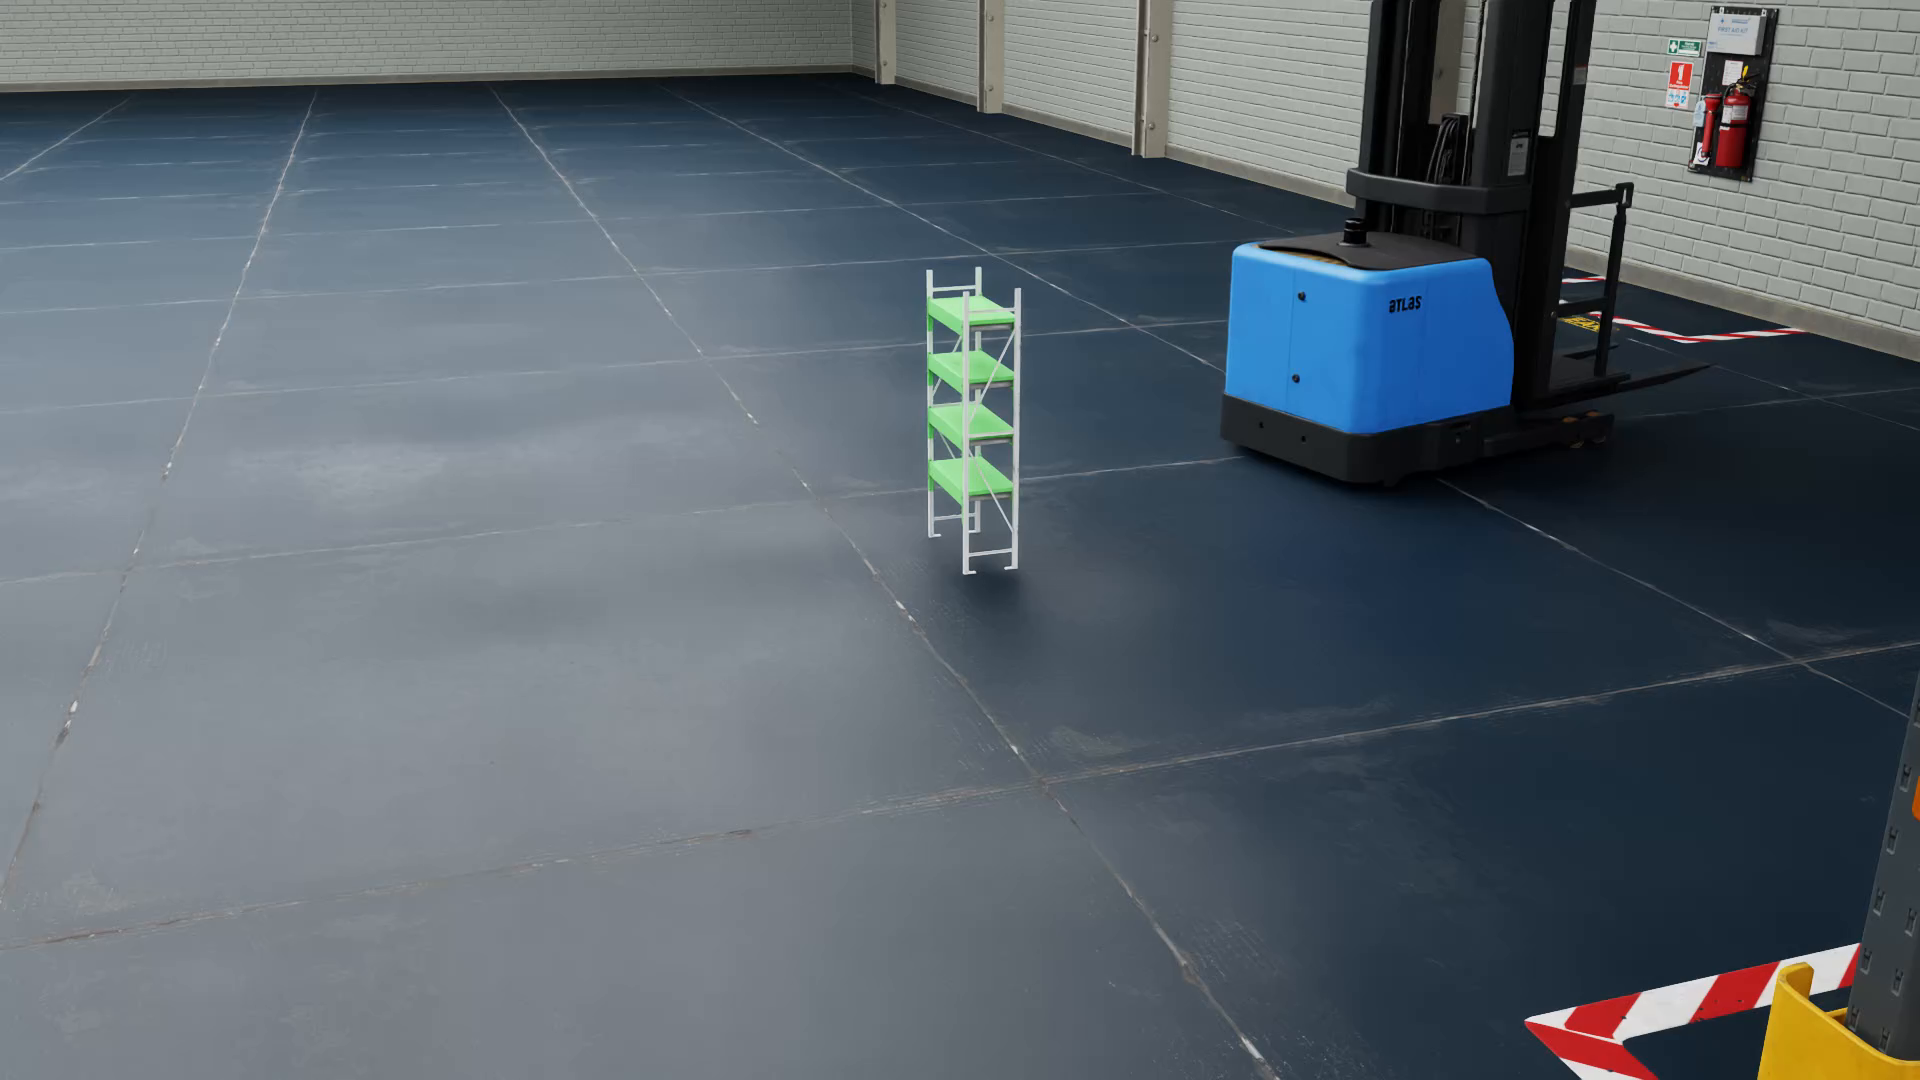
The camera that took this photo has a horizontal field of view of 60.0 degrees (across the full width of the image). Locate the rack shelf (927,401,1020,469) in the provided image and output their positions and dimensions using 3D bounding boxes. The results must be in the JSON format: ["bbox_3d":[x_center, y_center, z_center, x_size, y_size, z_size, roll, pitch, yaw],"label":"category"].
[{"bbox_3d":[0.052,-0.451,7.087,0.258,0.148,0.480,-6,21,-17],"label":"rack shelf"}]

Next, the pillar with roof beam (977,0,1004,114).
[{"bbox_3d":[-3.606,-10.508,23.361,9.100,9.000,0.400,-6,21,-17],"label":"pillar with roof beam"}]

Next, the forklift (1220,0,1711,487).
[{"bbox_3d":[2.876,-1.996,8.637,3.031,2.935,1.130,-12,23,-31],"label":"forklift"}]

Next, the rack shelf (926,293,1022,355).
[{"bbox_3d":[0.052,-0.903,6.925,0.258,0.148,0.480,-6,21,-17],"label":"rack shelf"}]

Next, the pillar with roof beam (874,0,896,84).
[{"bbox_3d":[-5.492,-12.434,28.721,9.100,9.000,0.400,-6,21,-17],"label":"pillar with roof beam"}]

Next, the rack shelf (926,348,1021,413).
[{"bbox_3d":[0.052,-0.677,7.006,0.258,0.148,0.480,-6,21,-17],"label":"rack shelf"}]

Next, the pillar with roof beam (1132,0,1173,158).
[{"bbox_3d":[-1.720,-8.583,18.000,9.100,9.000,0.400,-6,21,-17],"label":"pillar with roof beam"}]

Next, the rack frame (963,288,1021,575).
[{"bbox_3d":[0.129,-0.433,6.848,0.240,1.200,0.015,-6,21,-17],"label":"rack frame"}]

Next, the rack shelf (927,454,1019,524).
[{"bbox_3d":[0.052,-0.226,7.169,0.258,0.148,0.480,-6,21,-17],"label":"rack shelf"}]

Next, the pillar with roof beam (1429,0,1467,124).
[{"bbox_3d":[0.166,-6.657,12.639,9.100,9.000,0.400,-6,21,-17],"label":"pillar with roof beam"}]

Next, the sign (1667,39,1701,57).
[{"bbox_3d":[5.315,-3.615,12.208,0.001,0.109,0.331,-6,21,-17],"label":"sign"}]

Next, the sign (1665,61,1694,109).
[{"bbox_3d":[5.322,-3.368,12.304,0.001,0.329,0.234,-6,21,-17],"label":"sign"}]

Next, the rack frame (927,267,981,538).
[{"bbox_3d":[-0.025,-0.590,7.284,0.240,1.200,0.015,-6,21,-17],"label":"rack frame"}]

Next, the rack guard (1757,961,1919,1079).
[{"bbox_3d":[2.274,1.123,3.551,1.175,0.500,0.348,-6,21,-17],"label":"rack guard"}]

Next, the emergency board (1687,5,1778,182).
[{"bbox_3d":[5.398,-3.163,11.786,0.194,1.169,0.643,-6,21,-17],"label":"emergency board"}]

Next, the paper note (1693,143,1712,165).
[{"bbox_3d":[5.408,-2.813,12.113,0.016,0.148,0.142,-6,21,-17],"label":"paper note"}]

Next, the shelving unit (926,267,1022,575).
[{"bbox_3d":[0.052,-0.512,7.066,0.258,1.200,0.503,-6,21,-17],"label":"shelving unit"}]

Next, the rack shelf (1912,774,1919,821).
[{"bbox_3d":[2.910,0.935,1.441,1.077,0.370,4.000,-6,21,-17],"label":"rack shelf"}]
